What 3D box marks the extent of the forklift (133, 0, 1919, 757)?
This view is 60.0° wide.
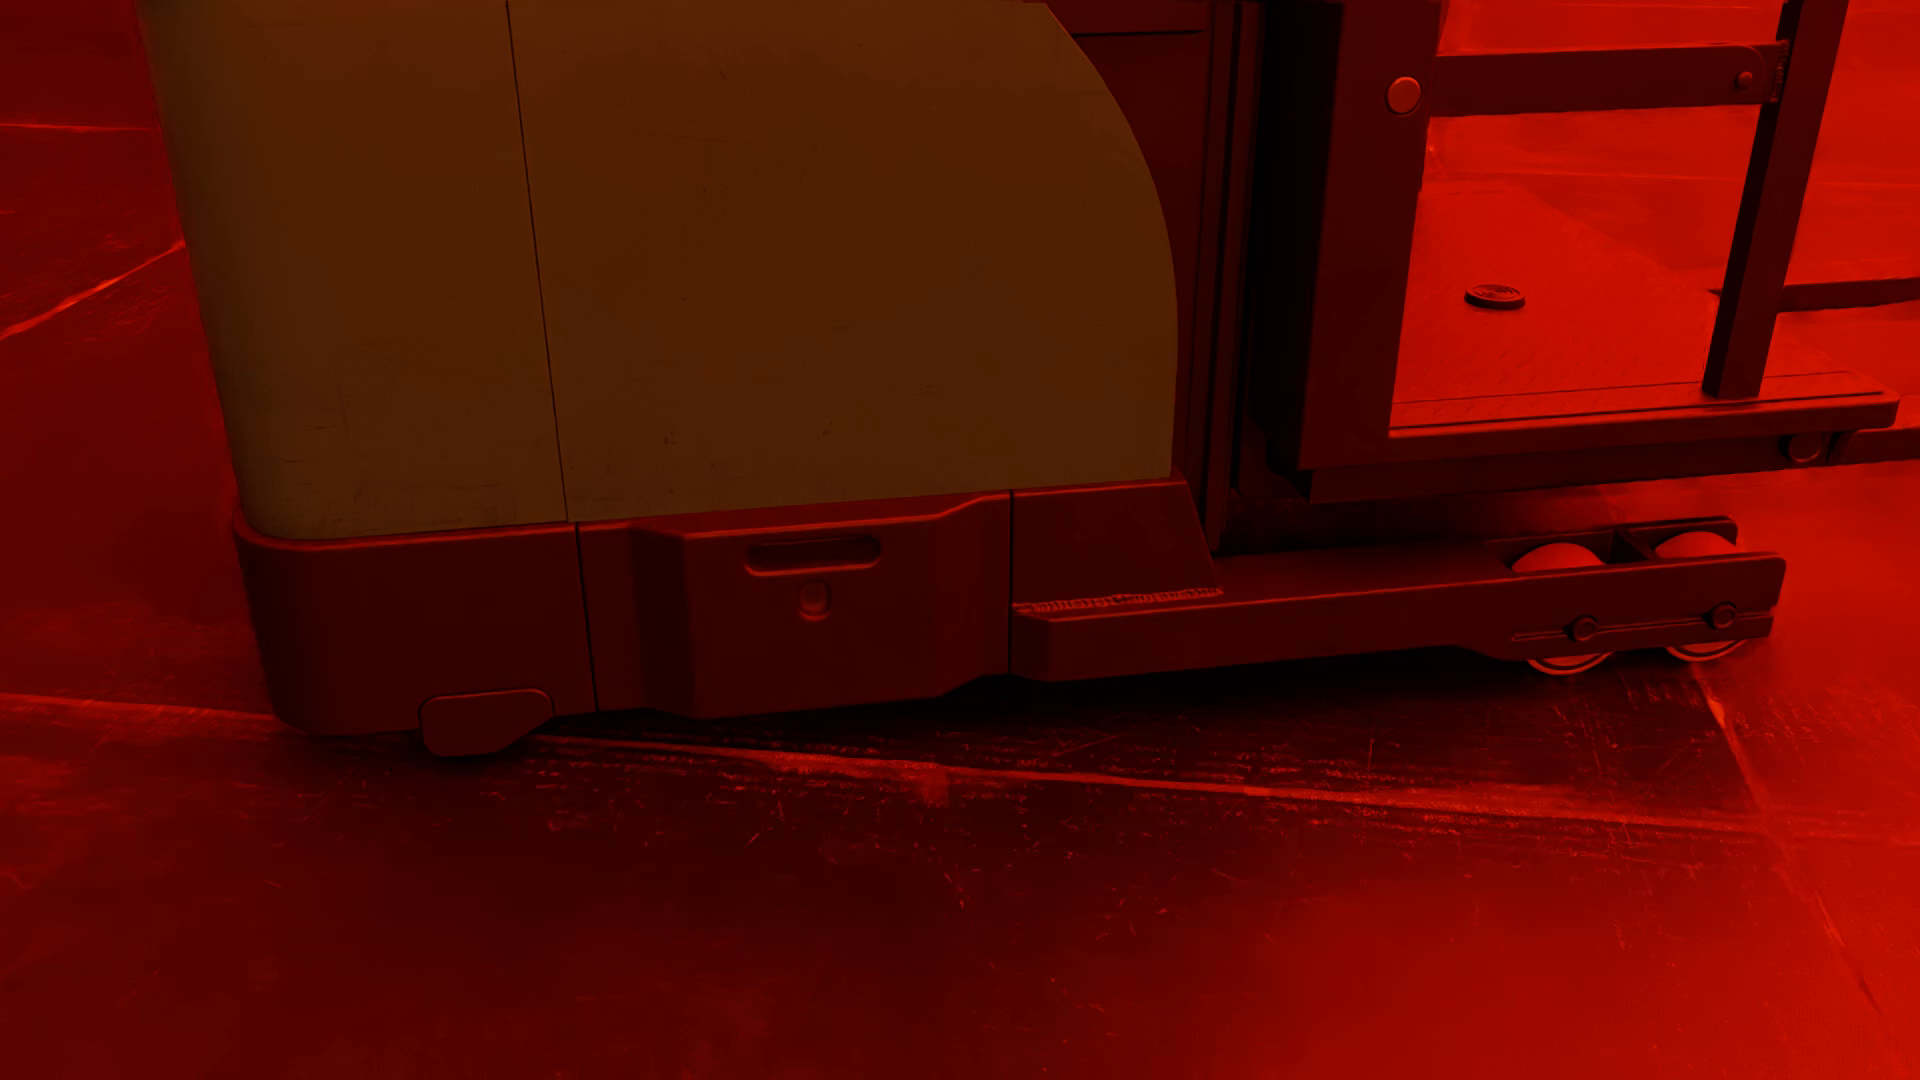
[{"bbox_3d":[0.603,-1.365,1.954,3.031,2.935,1.130,-5,27,-9],"label":"forklift"}]
